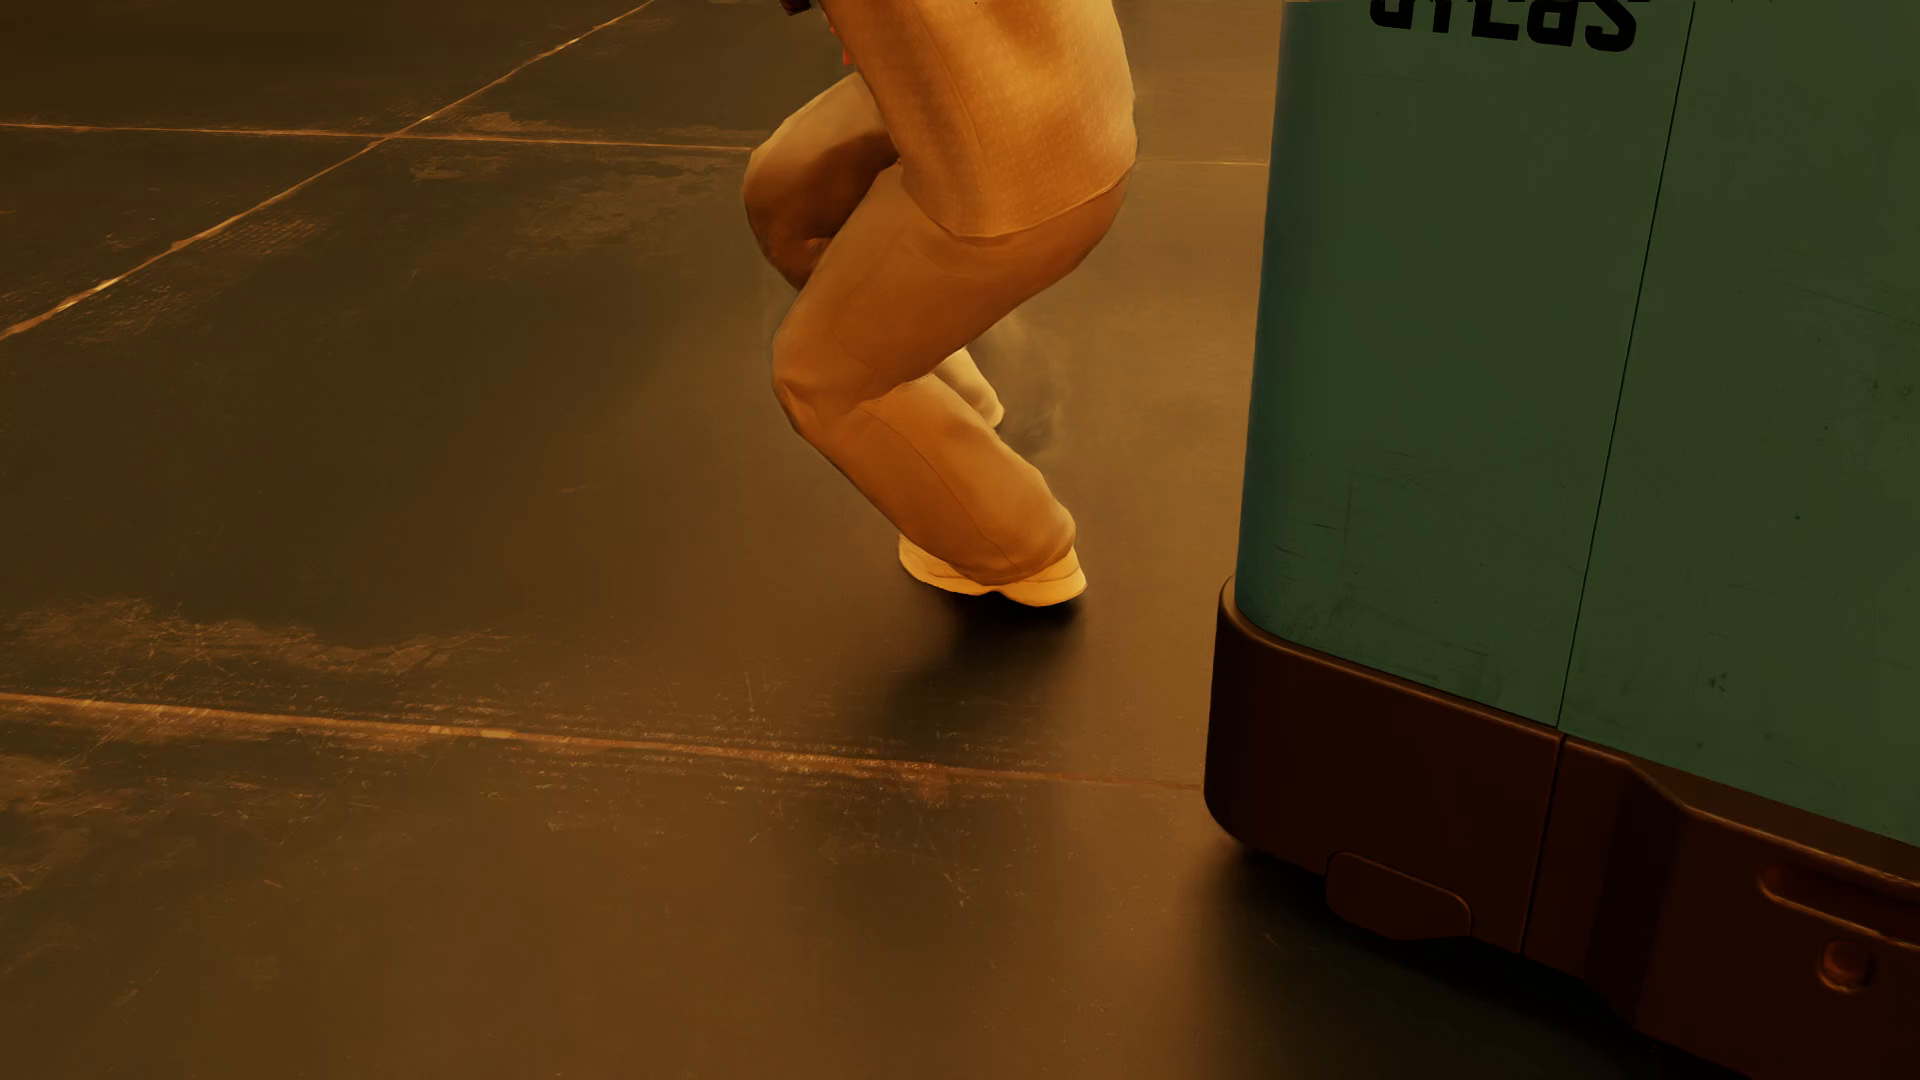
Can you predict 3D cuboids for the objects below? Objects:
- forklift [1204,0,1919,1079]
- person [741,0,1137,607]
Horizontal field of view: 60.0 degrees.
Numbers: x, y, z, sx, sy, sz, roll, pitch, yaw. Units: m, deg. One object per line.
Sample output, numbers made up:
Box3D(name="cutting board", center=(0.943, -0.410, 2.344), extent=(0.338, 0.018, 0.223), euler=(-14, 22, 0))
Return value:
Box3D(name="forklift", center=(1.751, -0.747, 0.713), extent=(3.031, 2.935, 1.130), euler=(18, 32, 32))
Box3D(name="person", center=(-0.196, -0.512, 1.938), extent=(0.832, 1.436, 0.974), euler=(5, 27, 10))
